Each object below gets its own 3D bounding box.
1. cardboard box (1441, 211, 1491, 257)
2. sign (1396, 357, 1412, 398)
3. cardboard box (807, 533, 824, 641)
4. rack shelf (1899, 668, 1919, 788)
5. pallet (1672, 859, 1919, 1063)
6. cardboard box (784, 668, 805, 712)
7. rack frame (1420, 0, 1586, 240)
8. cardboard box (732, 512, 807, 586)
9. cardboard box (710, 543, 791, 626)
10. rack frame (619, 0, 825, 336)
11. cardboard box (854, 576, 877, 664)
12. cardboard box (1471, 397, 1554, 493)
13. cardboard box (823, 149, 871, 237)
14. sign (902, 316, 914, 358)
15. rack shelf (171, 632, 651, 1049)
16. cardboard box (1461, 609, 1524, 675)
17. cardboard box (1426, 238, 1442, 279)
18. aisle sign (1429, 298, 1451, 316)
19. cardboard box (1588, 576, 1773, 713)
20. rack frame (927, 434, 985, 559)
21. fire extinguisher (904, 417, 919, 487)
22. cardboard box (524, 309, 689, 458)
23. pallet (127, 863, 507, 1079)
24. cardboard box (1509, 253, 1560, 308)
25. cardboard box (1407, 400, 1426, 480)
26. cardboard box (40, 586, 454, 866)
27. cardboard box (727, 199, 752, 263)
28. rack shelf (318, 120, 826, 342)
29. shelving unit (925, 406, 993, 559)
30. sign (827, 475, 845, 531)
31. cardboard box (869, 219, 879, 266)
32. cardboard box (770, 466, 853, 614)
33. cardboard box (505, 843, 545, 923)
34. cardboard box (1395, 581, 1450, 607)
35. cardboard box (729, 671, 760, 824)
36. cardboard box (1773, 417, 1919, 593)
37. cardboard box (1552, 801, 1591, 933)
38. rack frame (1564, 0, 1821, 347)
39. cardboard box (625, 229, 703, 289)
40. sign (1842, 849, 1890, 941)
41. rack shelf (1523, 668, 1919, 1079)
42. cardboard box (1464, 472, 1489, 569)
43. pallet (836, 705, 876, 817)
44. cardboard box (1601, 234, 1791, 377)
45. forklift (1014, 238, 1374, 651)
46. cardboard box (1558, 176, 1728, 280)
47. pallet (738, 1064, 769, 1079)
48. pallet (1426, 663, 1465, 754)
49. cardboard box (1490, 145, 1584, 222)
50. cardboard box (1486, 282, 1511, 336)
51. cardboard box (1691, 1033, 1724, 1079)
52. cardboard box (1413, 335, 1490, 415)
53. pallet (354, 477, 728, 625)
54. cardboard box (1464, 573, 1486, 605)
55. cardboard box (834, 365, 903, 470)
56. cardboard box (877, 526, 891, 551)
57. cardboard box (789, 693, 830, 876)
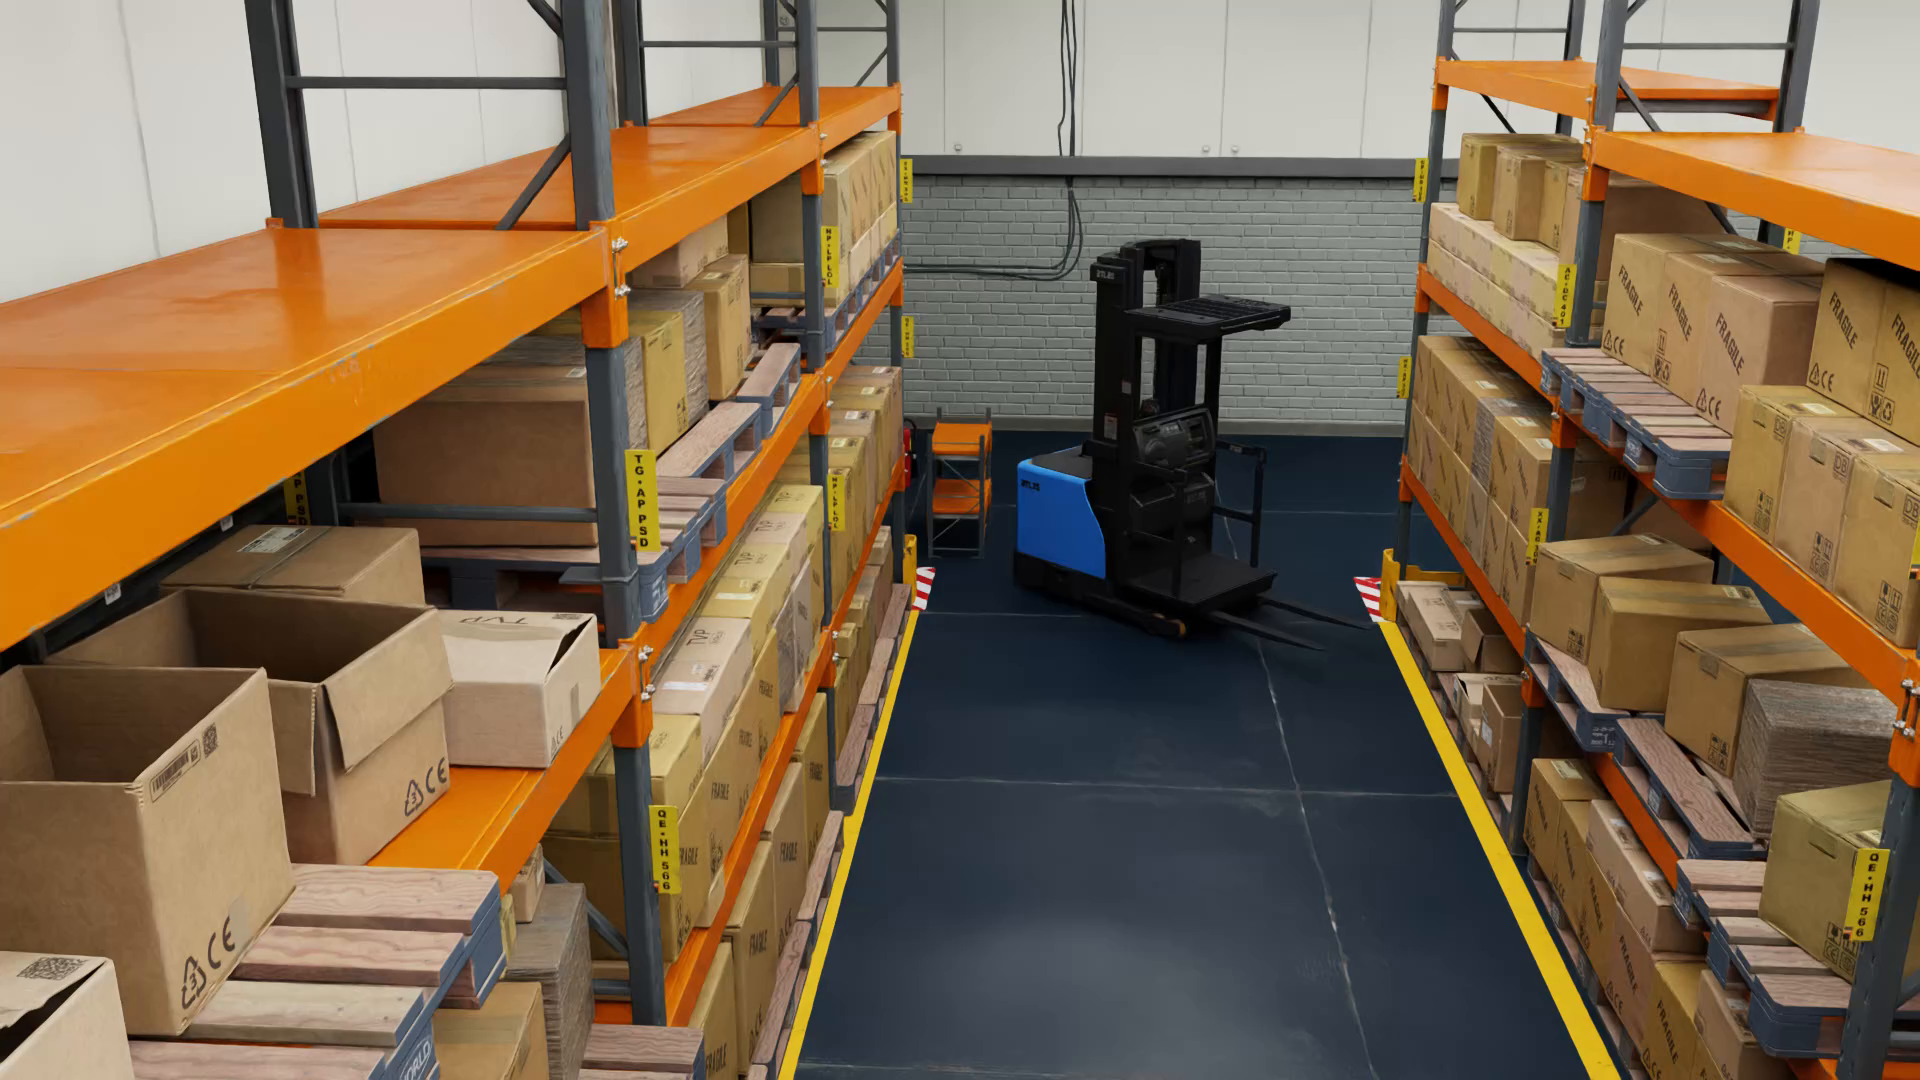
[{"bbox_3d":[3.648,-2.121,11.525,0.500,0.250,0.500,1,18,4],"label":"cardboard box"},{"bbox_3d":[3.446,-1.261,12.891,0.100,0.325,0.005,1,18,4],"label":"sign"},{"bbox_3d":[-1.022,0.246,9.012,0.500,0.500,0.500,1,18,3],"label":"cardboard box"},{"bbox_3d":[3.271,1.185,3.156,1.077,0.370,4.000,1,18,4],"label":"rack shelf"},{"bbox_3d":[3.393,1.526,6.084,1.213,0.211,1.003,1,18,4],"label":"pallet"},{"bbox_3d":[-1.001,0.758,8.490,0.380,0.149,0.250,1,18,4],"label":"cardboard box"},{"bbox_3d":[3.988,-3.689,12.055,1.000,3.000,0.127,1,18,4],"label":"rack frame"},{"bbox_3d":[-1.065,0.050,8.406,0.500,0.250,0.500,2,18,5],"label":"cardboard box"},{"bbox_3d":[-1.102,0.208,7.922,0.500,0.250,0.500,2,18,5],"label":"cardboard box"},{"bbox_3d":[-1.240,-2.556,8.598,1.000,3.000,0.127,1,18,4],"label":"rack frame"},{"bbox_3d":[-0.975,0.572,12.026,0.700,0.500,0.500,1,18,2],"label":"cardboard box"},{"bbox_3d":[3.549,-0.597,10.487,0.500,0.500,0.500,1,18,4],"label":"cardboard box"},{"bbox_3d":[-0.849,-2.191,10.503,0.500,0.500,0.500,1,18,4],"label":"cardboard box"},{"bbox_3d":[-0.413,-1.593,13.056,0.100,0.325,0.005,1,18,4],"label":"sign"},{"bbox_3d":[-1.670,1.075,3.490,1.077,0.370,4.000,1,18,4],"label":"rack shelf"},{"bbox_3d":[3.830,0.798,11.299,0.797,0.503,0.637,1,18,4],"label":"cardboard box"},{"bbox_3d":[3.697,-2.038,12.076,0.500,0.250,0.500,1,18,4],"label":"cardboard box"},{"bbox_3d":[3.700,-2.101,12.669,0.394,0.787,0.004,1,18,4],"label":"aisle sign"},{"bbox_3d":[3.458,0.515,8.027,0.700,0.500,0.500,4,19,13],"label":"cardboard box"},{"bbox_3d":[-0.036,-0.379,14.599,0.500,1.125,0.032,1,18,4],"label":"rack frame"},{"bbox_3d":[-0.482,-0.770,13.505,0.296,0.674,0.183,1,18,4],"label":"fire extinguisher"},{"bbox_3d":[-1.511,-0.634,6.682,0.700,0.500,0.500,2,18,7],"label":"cardboard box"},{"bbox_3d":[-1.592,0.932,3.072,1.213,0.211,1.003,1,18,4],"label":"pallet"},{"bbox_3d":[3.504,-1.499,9.629,0.500,0.250,0.500,1,18,4],"label":"cardboard box"},{"bbox_3d":[3.693,-0.753,12.571,0.500,0.500,0.500,2,18,5],"label":"cardboard box"},{"bbox_3d":[-1.712,0.454,4.032,0.797,0.503,0.637,4,19,12],"label":"cardboard box"},{"bbox_3d":[-1.423,-1.885,9.568,0.500,0.500,0.500,1,18,3],"label":"cardboard box"},{"bbox_3d":[-1.384,-1.403,6.876,1.077,0.370,4.000,1,18,4],"label":"rack shelf"},{"bbox_3d":[0.000,-0.537,15.081,0.538,1.125,1.048,1,18,4],"label":"shelving unit"},{"bbox_3d":[-0.698,-0.208,9.336,0.100,0.325,0.005,1,18,4],"label":"sign"},{"bbox_3d":[-0.810,-1.992,11.099,0.500,0.250,0.500,1,18,2],"label":"cardboard box"},{"bbox_3d":[-1.185,-0.015,9.998,0.980,0.700,0.700,2,18,5],"label":"cardboard box"},{"bbox_3d":[-1.522,1.081,5.226,0.380,0.149,0.250,-1,18,-3],"label":"cardboard box"},{"bbox_3d":[3.615,0.430,12.991,0.380,0.149,0.250,1,18,4],"label":"cardboard box"},{"bbox_3d":[-1.154,0.877,7.084,0.500,0.500,0.500,1,18,4],"label":"cardboard box"},{"bbox_3d":[3.448,-0.121,5.823,0.910,0.500,0.500,1,18,4],"label":"cardboard box"},{"bbox_3d":[3.396,1.694,8.570,0.500,0.500,0.500,2,18,5],"label":"cardboard box"},{"bbox_3d":[3.701,-2.446,8.264,1.000,3.000,0.127,1,18,4],"label":"rack frame"},{"bbox_3d":[-1.459,-1.301,7.515,0.500,0.250,0.500,1,18,2],"label":"cardboard box"},{"bbox_3d":[2.872,1.125,5.267,0.100,0.325,0.005,1,18,4],"label":"sign"},{"bbox_3d":[3.557,1.368,7.414,1.077,0.370,4.000,1,18,4],"label":"rack shelf"},{"bbox_3d":[3.551,-0.124,10.649,0.500,0.500,0.500,2,18,5],"label":"cardboard box"},{"bbox_3d":[-1.108,1.386,10.681,1.003,0.211,1.213,1,18,4],"label":"pallet"},{"bbox_3d":[3.591,-1.161,8.162,0.600,0.600,0.600,0,18,-1],"label":"cardboard box"},{"bbox_3d":[1.835,-0.792,12.959,1.130,2.935,3.031,-16,24,-41],"label":"forklift"},{"bbox_3d":[3.698,-1.695,9.023,0.700,0.500,0.500,1,18,4],"label":"cardboard box"},{"bbox_3d":[-1.395,2.619,6.917,1.003,0.211,1.213,1,18,4],"label":"pallet"},{"bbox_3d":[3.836,1.137,11.442,1.003,0.211,1.213,1,18,4],"label":"pallet"},{"bbox_3d":[3.918,-2.315,10.913,0.700,0.500,0.500,1,18,4],"label":"cardboard box"},{"bbox_3d":[3.544,-1.417,10.181,0.500,0.250,0.500,1,18,4],"label":"cardboard box"},{"bbox_3d":[3.247,2.330,6.630,0.500,0.500,0.500,2,18,6],"label":"cardboard box"},{"bbox_3d":[3.693,-1.228,12.415,0.500,0.500,0.500,2,18,6],"label":"cardboard box"},{"bbox_3d":[-1.534,0.001,5.917,1.213,0.211,1.003,2,18,6],"label":"pallet"},{"bbox_3d":[4.194,0.315,12.778,0.500,0.500,0.500,1,18,4],"label":"cardboard box"},{"bbox_3d":[-0.980,-0.931,12.792,0.980,0.700,0.700,2,18,6],"label":"cardboard box"},{"bbox_3d":[-0.731,-0.003,12.742,0.380,0.149,0.250,1,18,3],"label":"cardboard box"},{"bbox_3d":[-1.157,1.322,9.176,0.750,0.750,0.750,1,18,5],"label":"cardboard box"}]
